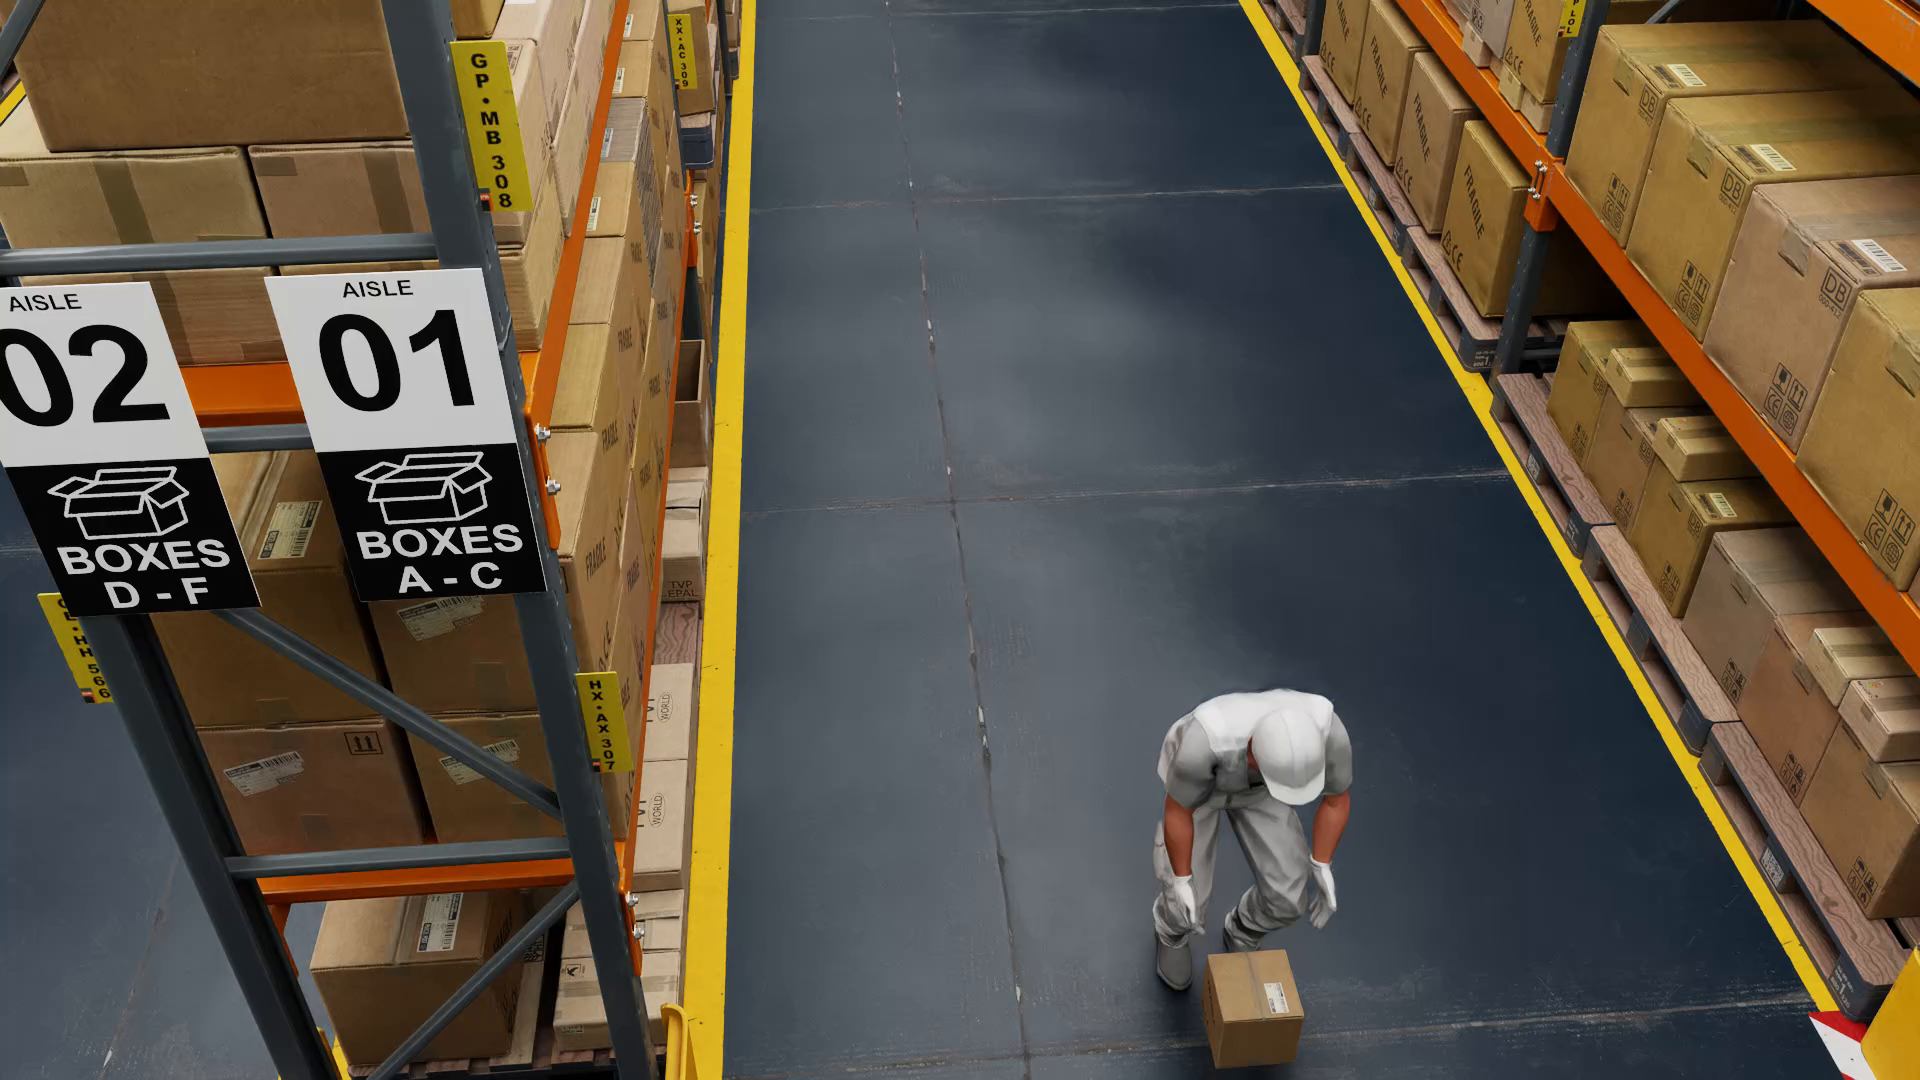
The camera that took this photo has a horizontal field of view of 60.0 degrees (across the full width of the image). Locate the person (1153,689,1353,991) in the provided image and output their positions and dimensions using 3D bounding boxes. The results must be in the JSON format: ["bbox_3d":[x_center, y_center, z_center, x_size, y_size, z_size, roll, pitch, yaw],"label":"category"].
[{"bbox_3d":[0.910,0.911,5.277,0.583,1.443,0.743,-3,39,-4],"label":"person"}]
